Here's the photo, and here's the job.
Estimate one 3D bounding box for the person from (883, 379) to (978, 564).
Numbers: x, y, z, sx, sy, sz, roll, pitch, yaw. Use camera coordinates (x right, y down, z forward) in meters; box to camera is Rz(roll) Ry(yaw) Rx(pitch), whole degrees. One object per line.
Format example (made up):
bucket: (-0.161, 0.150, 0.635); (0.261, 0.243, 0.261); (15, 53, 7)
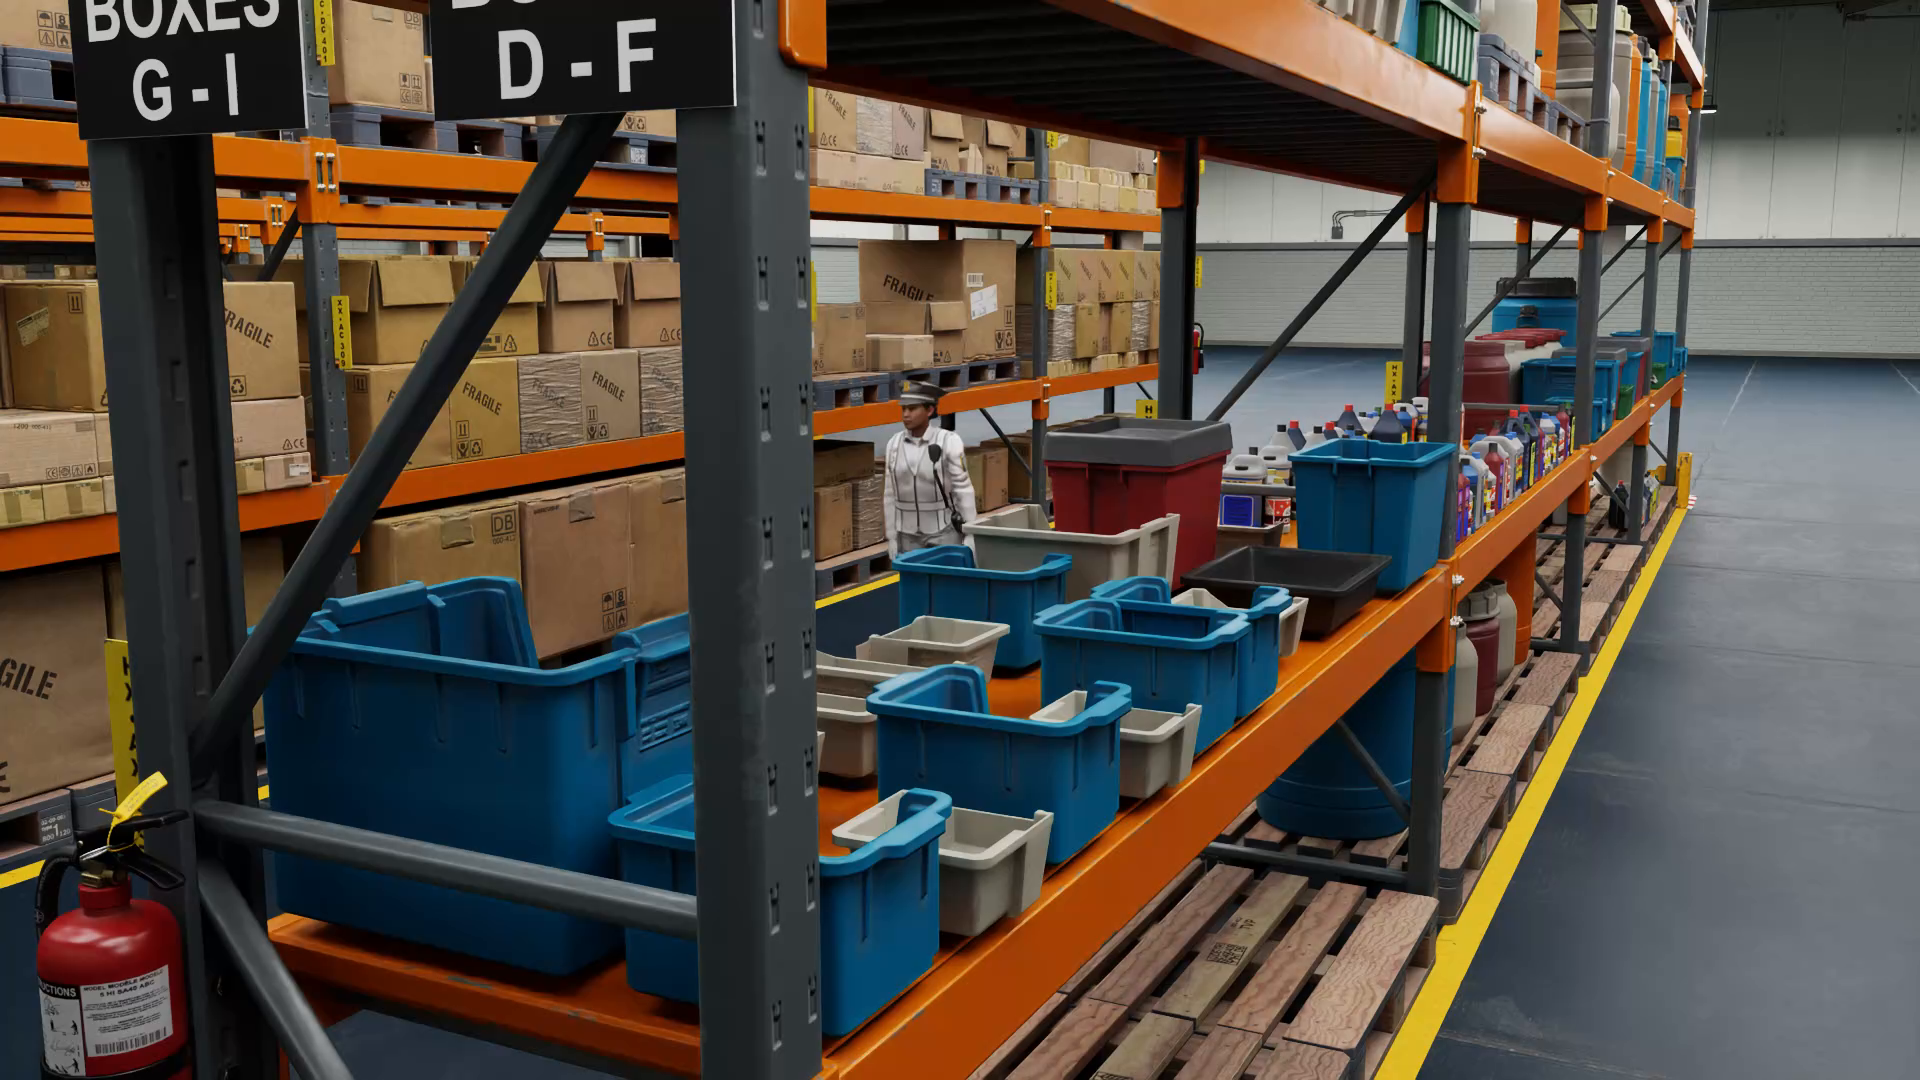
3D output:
person: (-0.167, -0.015, 8.769); (0.515, 1.675, 0.418); (4, 10, 24)
